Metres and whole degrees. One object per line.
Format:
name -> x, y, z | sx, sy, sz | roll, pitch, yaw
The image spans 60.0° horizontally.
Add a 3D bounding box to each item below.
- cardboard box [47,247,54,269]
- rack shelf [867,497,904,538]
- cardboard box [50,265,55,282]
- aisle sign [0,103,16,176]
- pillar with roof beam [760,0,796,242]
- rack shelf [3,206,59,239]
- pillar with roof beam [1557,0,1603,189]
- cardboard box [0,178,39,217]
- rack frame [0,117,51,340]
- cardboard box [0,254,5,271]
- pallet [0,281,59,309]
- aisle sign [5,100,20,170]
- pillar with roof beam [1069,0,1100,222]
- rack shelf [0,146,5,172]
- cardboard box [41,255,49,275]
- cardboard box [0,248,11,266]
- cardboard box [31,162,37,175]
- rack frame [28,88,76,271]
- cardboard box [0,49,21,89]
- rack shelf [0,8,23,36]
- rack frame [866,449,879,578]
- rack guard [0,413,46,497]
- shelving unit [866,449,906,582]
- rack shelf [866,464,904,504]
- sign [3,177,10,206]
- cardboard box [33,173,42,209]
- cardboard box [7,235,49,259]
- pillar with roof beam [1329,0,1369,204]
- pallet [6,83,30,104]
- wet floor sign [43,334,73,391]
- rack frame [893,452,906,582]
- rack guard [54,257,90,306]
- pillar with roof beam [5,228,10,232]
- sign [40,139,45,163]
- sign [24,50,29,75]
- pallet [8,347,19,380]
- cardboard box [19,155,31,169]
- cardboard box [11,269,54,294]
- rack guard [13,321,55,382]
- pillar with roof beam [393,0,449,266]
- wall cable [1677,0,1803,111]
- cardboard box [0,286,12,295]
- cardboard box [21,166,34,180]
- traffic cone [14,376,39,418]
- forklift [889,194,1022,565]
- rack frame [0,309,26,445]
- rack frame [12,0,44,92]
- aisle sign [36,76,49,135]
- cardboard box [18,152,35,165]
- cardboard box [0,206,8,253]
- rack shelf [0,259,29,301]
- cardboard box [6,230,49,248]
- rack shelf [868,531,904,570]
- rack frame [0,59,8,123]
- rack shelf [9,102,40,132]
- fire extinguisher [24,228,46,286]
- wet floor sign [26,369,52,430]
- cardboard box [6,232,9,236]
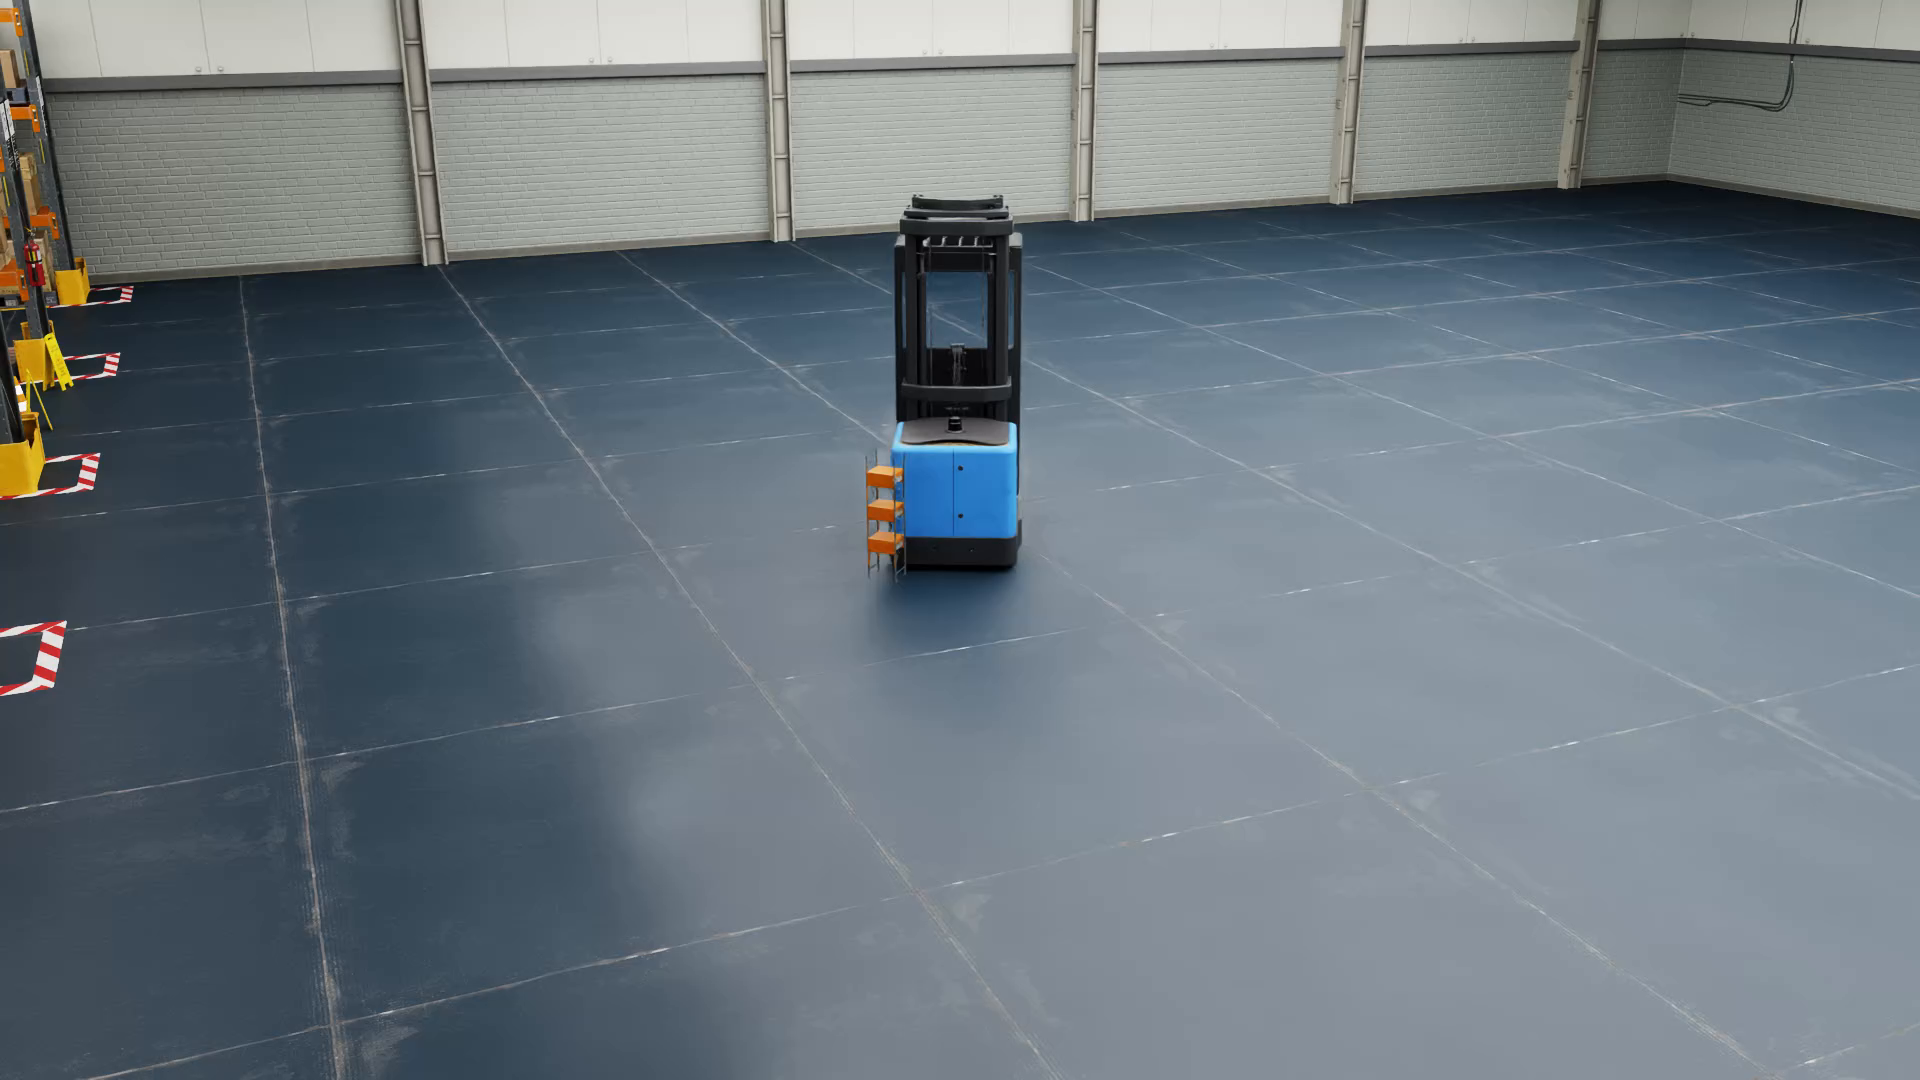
cardboard box -> -13.714, -4.159, 24.572 | 0.500, 0.250, 0.500 | -8, 21, -21
rack shelf -> -0.599, -0.186, 13.501 | 0.240, 0.259, 0.215 | 8, 21, 22
cardboard box -> -13.729, -3.916, 24.637 | 0.500, 0.250, 0.500 | -8, 21, -22
aisle sign -> -11.059, -4.653, 19.306 | 0.004, 0.787, 0.394 | -8, 21, -22
pillar with roof beam -> -1.473, -8.299, 24.543 | 0.400, 9.000, 9.100 | -8, 21, -22
rack shelf -> -15.037, -4.418, 23.636 | 4.000, 0.370, 1.077 | -8, 21, -22
pillar with roof beam -> 15.055, -10.667, 31.268 | 0.400, 9.000, 9.100 | -8, 21, -22
cardboard box -> -13.548, -4.923, 23.836 | 0.500, 0.500, 0.500 | -9, 21, -23
rack frame -> -11.231, -3.507, 19.966 | 0.127, 3.000, 1.000 | -8, 21, -22
cardboard box -> -11.489, -3.274, 19.683 | 0.250, 0.149, 0.380 | -7, 21, -20
pallet -> -13.886, -3.592, 24.405 | 1.213, 0.211, 1.003 | -8, 21, -22
aisle sign -> -11.296, -4.836, 19.826 | 0.004, 0.787, 0.394 | -8, 21, -22
pillar with roof beam -> 4.037, -9.088, 26.784 | 0.400, 9.000, 9.100 | -8, 21, -22
rack shelf -> -13.067, -4.320, 18.840 | 4.000, 0.370, 1.077 | -8, 21, -22
cardboard box -> -13.523, -3.998, 24.115 | 0.500, 0.250, 0.500 | -8, 21, -23
cardboard box -> -11.624, -3.407, 20.060 | 0.250, 0.149, 0.380 | -8, 21, -22
cardboard box -> -13.614, -5.408, 24.237 | 0.250, 0.149, 0.380 | -9, 21, -23
rack frame -> -13.200, -5.020, 24.264 | 0.127, 3.000, 1.000 | -8, 21, -22
cardboard box -> -13.510, -6.595, 23.286 | 0.500, 0.500, 0.500 | -7, 21, -20
rack shelf -> -15.037, -7.059, 22.706 | 4.000, 0.370, 1.077 | -8, 21, -22
rack frame -> -0.711, -0.212, 13.543 | 0.008, 1.050, 0.200 | 8, 21, 22
rack guard -> -9.155, -0.835, 16.141 | 0.348, 0.500, 1.175 | -8, 21, -22
shelving unit -> -0.599, -0.196, 13.497 | 0.252, 1.050, 0.215 | 8, 21, 22
rack shelf -> -0.599, -0.454, 13.406 | 0.240, 0.259, 0.215 | 8, 21, 22
sign -> -11.029, -4.030, 19.233 | 0.005, 0.325, 0.100 | -8, 21, -22
cardboard box -> -13.765, -5.087, 24.303 | 0.500, 0.500, 0.500 | -7, 21, -20
cardboard box -> -13.499, -4.237, 24.042 | 0.500, 0.250, 0.500 | -7, 21, -20
pillar with roof beam -> 9.546, -9.878, 29.026 | 0.400, 9.000, 9.100 | -8, 21, -22
pallet -> -13.860, -6.308, 23.539 | 1.213, 0.211, 1.003 | -8, 21, -22
wet floor sign -> -10.632, -2.095, 19.501 | 0.232, 0.644, 0.267 | -1, 19, -3
rack frame -> -0.487, -0.180, 13.452 | 0.008, 1.050, 0.200 | 8, 21, 22
rack guard -> -13.178, -3.844, 24.688 | 0.348, 0.500, 1.175 | -8, 21, -22
pillar with roof beam -> -12.491, -6.720, 20.059 | 0.400, 9.000, 9.100 | -8, 21, -22
sign -> -12.998, -5.511, 23.557 | 0.005, 0.325, 0.100 | -8, 21, -22
sign -> -12.998, -6.648, 23.157 | 0.005, 0.325, 0.100 | -8, 21, -22
pallet -> -12.060, -2.086, 20.128 | 1.213, 0.211, 1.003 | -8, 21, -22
cardboard box -> -13.446, -5.402, 23.774 | 0.250, 0.149, 0.380 | -8, 21, -22
cardboard box -> -13.506, -3.763, 24.201 | 0.500, 0.250, 0.500 | -8, 21, -22
rack guard -> -11.300, -2.318, 20.353 | 0.348, 0.500, 1.175 | -8, 21, -22
pillar with roof beam -> -6.982, -7.510, 22.301 | 0.400, 9.000, 9.100 | -8, 21, -22
wall cable -> 16.579, -10.499, 35.467 | 0.112, 2.526, 3.097 | -8, 21, -22
cardboard box -> -13.967, -3.701, 24.024 | 0.500, 0.250, 0.500 | -8, 21, -22
cardboard box -> -13.407, -5.242, 23.767 | 0.250, 0.149, 0.380 | -8, 21, -21
traffic cone -> -10.363, -1.567, 18.275 | 0.334, 0.463, 0.336 | -8, 21, -22
forklift -> -0.009, -1.611, 14.683 | 1.130, 2.935, 3.031 | 1, 19, 2
rack frame -> -9.177, -2.011, 15.717 | 0.127, 3.000, 1.000 | -8, 21, -22
rack frame -> -13.200, -7.850, 23.267 | 0.127, 3.000, 1.000 | -8, 21, -22
aisle sign -> -13.023, -6.166, 23.602 | 0.004, 0.787, 0.394 | -8, 21, -22
cardboard box -> -13.593, -5.535, 24.150 | 0.250, 0.149, 0.380 | -9, 21, -23
cardboard box -> -11.775, -3.717, 19.963 | 0.500, 0.500, 0.500 | -8, 21, -23
rack shelf -> -13.067, -2.905, 19.338 | 4.000, 0.370, 1.077 | -8, 21, -22
cardboard box -> -13.716, -4.388, 24.469 | 0.500, 0.250, 0.500 | -8, 21, -23
rack shelf -> -0.599, 0.076, 13.593 | 0.240, 0.259, 0.215 | 8, 21, 22
rack frame -> -11.231, -6.337, 18.970 | 0.127, 3.000, 1.000 | -8, 21, -22
rack shelf -> -15.037, -5.833, 23.138 | 4.000, 0.370, 1.077 | -8, 21, -22
fire extinguisher -> -10.943, -3.345, 19.623 | 0.183, 0.674, 0.296 | -8, 21, -22
wet floor sign -> -9.935, -1.508, 17.833 | 0.232, 0.644, 0.267 | -12, 23, -31
cardboard box -> -14.174, -4.321, 24.279 | 0.500, 0.250, 0.500 | -8, 21, -22
